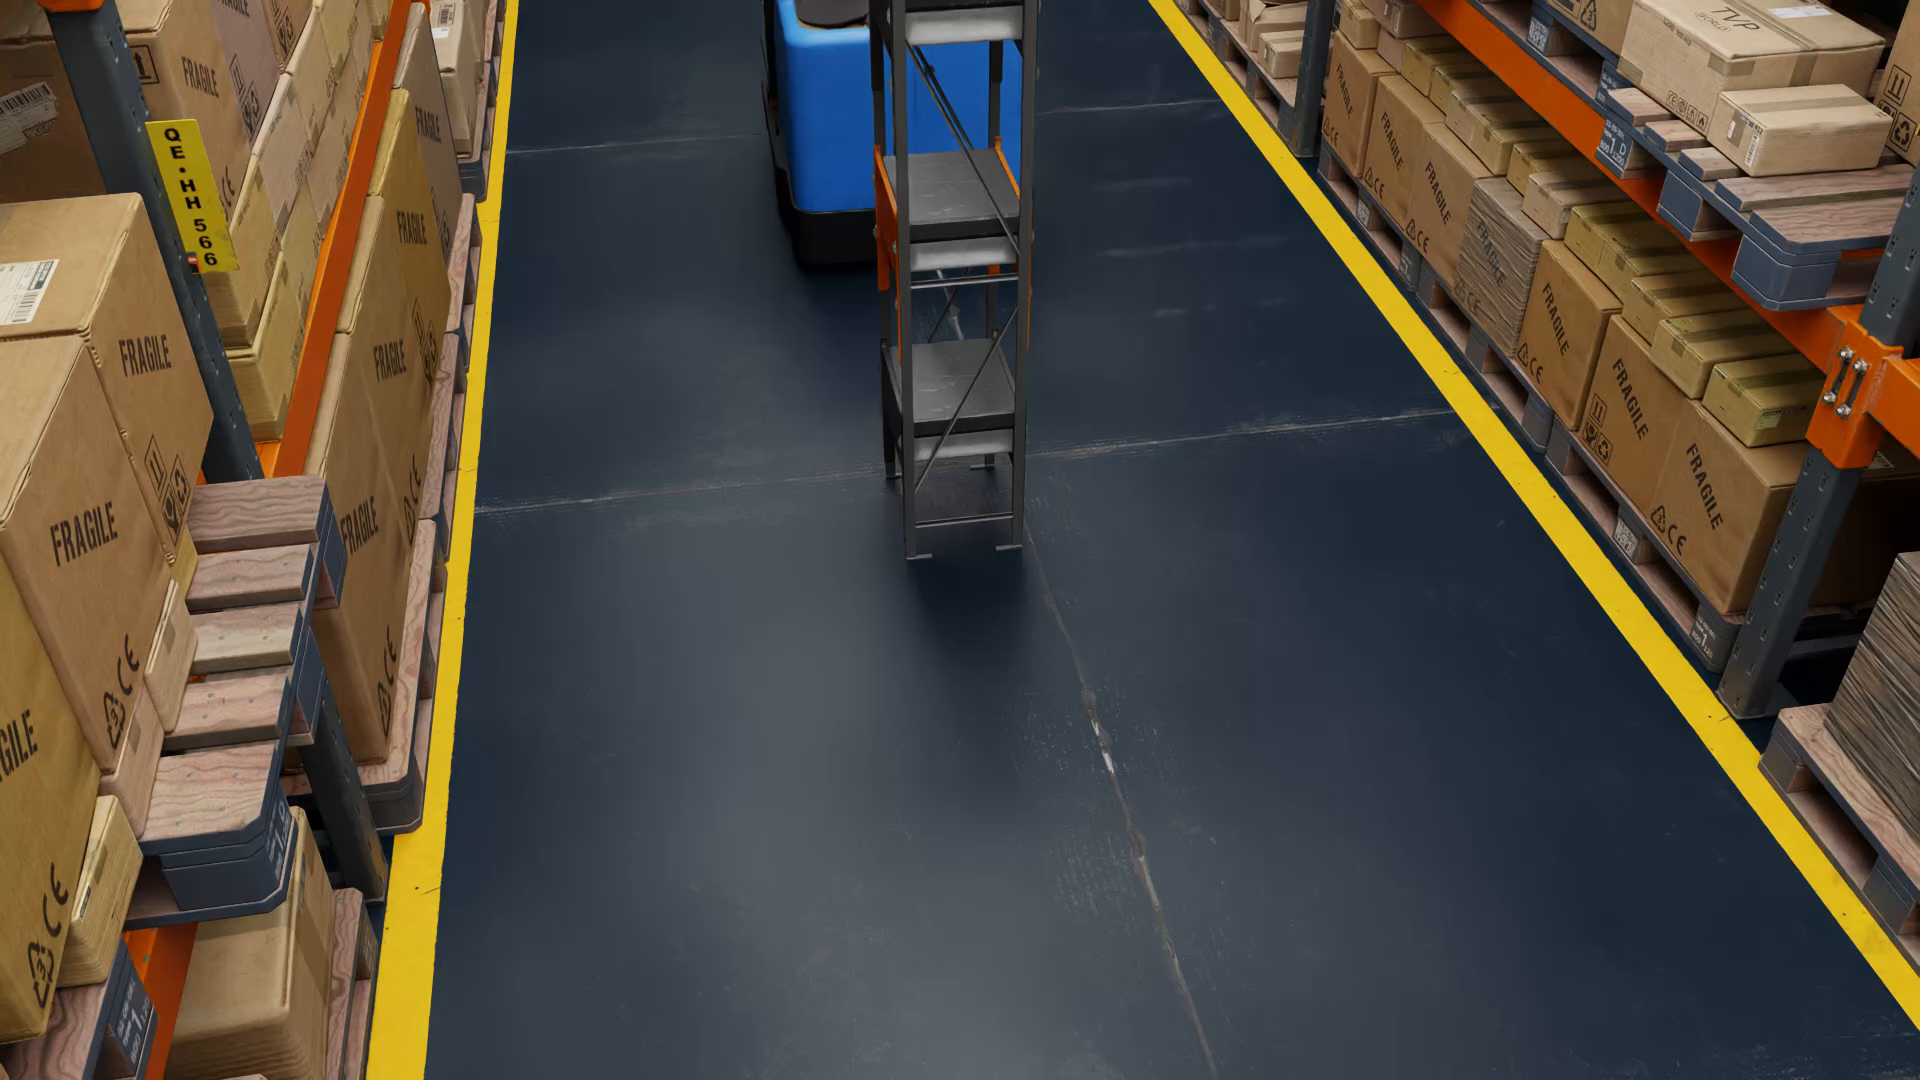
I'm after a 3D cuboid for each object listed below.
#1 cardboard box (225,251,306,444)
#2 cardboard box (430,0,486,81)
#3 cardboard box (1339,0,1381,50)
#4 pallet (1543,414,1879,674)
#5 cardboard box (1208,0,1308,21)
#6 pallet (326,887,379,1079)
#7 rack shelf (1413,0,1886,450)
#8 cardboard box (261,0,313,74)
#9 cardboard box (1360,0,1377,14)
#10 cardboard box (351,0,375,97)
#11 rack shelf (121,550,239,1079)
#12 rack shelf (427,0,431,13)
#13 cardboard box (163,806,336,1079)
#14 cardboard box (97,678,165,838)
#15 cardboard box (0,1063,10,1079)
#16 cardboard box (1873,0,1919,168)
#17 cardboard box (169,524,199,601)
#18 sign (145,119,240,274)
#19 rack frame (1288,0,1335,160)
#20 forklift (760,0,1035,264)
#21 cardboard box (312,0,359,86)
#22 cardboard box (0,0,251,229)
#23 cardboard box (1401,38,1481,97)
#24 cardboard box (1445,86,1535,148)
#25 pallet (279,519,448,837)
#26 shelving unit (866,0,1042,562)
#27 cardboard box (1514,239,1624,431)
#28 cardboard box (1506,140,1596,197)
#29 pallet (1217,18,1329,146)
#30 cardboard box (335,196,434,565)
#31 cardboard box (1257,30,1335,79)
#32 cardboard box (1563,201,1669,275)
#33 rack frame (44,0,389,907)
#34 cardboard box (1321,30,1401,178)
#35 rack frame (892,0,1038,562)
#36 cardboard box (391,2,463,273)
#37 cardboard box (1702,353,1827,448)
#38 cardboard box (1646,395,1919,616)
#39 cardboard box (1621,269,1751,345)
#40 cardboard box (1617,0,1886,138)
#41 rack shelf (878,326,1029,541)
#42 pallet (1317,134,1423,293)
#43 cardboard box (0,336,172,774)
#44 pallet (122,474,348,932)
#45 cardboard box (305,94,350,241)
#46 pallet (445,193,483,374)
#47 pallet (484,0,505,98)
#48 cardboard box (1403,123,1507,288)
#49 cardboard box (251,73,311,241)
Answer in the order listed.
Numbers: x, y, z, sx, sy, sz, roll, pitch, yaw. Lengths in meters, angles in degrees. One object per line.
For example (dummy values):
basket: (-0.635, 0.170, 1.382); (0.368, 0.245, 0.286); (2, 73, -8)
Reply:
cardboard box: (-1.893, -0.450, 4.007); (0.500, 0.250, 0.500); (-7, 38, -9)
cardboard box: (-2.918, -2.688, 8.511); (0.875, 0.438, 0.875); (-7, 38, -9)
cardboard box: (1.931, -2.328, 7.469); (0.380, 0.149, 0.250); (-5, 38, -6)
pallet: (2.738, -0.077, 5.677); (1.003, 0.211, 1.213); (-6, 38, -8)
cardboard box: (1.737, -3.206, 9.128); (0.700, 0.500, 0.500); (-8, 38, -10)
pallet: (-1.919, 1.387, 3.793); (1.003, 0.211, 1.213); (-6, 38, -8)
rack shelf: (2.481, -1.647, 6.011); (1.077, 0.370, 4.000); (-6, 38, -8)
cardboard box: (-2.072, -1.558, 4.414); (0.500, 0.500, 0.500); (-5, 38, -7)
cardboard box: (1.991, -2.452, 7.386); (0.380, 0.149, 0.250); (-7, 38, -9)
cardboard box: (-2.271, -1.685, 5.596); (0.500, 0.250, 0.500); (-7, 38, -9)
rack shelf: (-1.704, 1.305, 2.211); (1.077, 0.370, 4.000); (-6, 38, -8)
rack shelf: (-3.106, -3.527, 8.431); (1.077, 0.370, 4.000); (-6, 38, -8)
cardboard box: (-1.965, 1.027, 3.782); (0.950, 0.372, 0.625); (-9, 39, -11)
cardboard box: (-1.523, 0.374, 2.686); (0.380, 0.149, 0.250); (-8, 39, -10)
cardboard box: (-1.415, 0.681, 1.763); (0.500, 0.500, 0.500); (-8, 39, -10)
cardboard box: (2.895, -1.256, 4.498); (0.500, 0.500, 0.500); (-5, 38, -6)
cardboard box: (-1.647, 0.073, 3.073); (0.380, 0.149, 0.250); (-6, 38, -7)
sign: (-1.522, -0.677, 3.297); (0.100, 0.325, 0.005); (-6, 38, -8)
rack frame: (2.130, -3.139, 7.345); (1.000, 3.000, 0.127); (-6, 38, -8)
forklift: (-0.416, -3.246, 7.540); (1.130, 2.935, 3.031); (-6, 38, -7)
cardboard box: (-2.141, -1.580, 5.054); (0.500, 0.250, 0.500); (-6, 38, -7)
cardboard box: (-1.900, -0.945, 3.625); (0.500, 0.500, 0.500); (-7, 38, -9)
cardboard box: (2.112, -2.016, 7.066); (0.380, 0.149, 0.250); (-8, 39, -10)
cardboard box: (2.181, -1.697, 6.655); (0.380, 0.149, 0.250); (-6, 38, -8)
pallet: (-2.118, 0.430, 5.024); (1.003, 0.211, 1.213); (-6, 38, -8)
shelving unit: (-0.029, -0.929, 5.235); (0.431, 2.100, 0.503); (-6, 38, -8)
cardboard box: (2.374, -0.753, 5.970); (0.500, 0.500, 0.500); (-5, 38, -6)
cardboard box: (2.298, -1.387, 6.256); (0.380, 0.149, 0.250); (-6, 38, -8)
pallet: (2.011, -2.453, 8.735); (1.003, 0.211, 1.213); (-6, 38, -8)
cardboard box: (-2.246, -0.479, 5.311); (0.875, 0.875, 0.875); (-6, 38, -7)
cardboard box: (1.744, -2.484, 8.484); (0.380, 0.149, 0.250); (-7, 38, -9)
cardboard box: (2.369, -1.069, 5.848); (0.380, 0.149, 0.250); (-7, 38, -9)
rack frame: (-2.054, -0.187, 3.545); (1.000, 3.000, 0.127); (-6, 38, -8)
cardboard box: (1.994, -2.001, 7.576); (0.500, 0.500, 0.500); (-5, 38, -6)
rack frame: (0.014, -0.782, 5.045); (0.400, 2.100, 0.015); (-6, 38, -8)
cardboard box: (-2.568, -1.564, 6.707); (0.875, 0.875, 0.875); (-5, 38, -7)
cardboard box: (2.496, -0.429, 5.023); (0.380, 0.149, 0.250); (-8, 39, -10)
cardboard box: (2.546, -0.134, 5.173); (0.500, 0.500, 0.500); (-5, 38, -7)
cardboard box: (2.415, -0.754, 5.442); (0.380, 0.149, 0.250); (-7, 38, -9)
cardboard box: (2.328, -1.432, 4.928); (0.500, 0.250, 0.500); (-8, 39, -10)
rack shelf: (-0.029, -0.366, 5.672); (0.431, 0.518, 0.480); (-6, 38, -8)
pallet: (2.310, -1.550, 7.574); (1.003, 0.211, 1.213); (-6, 38, -8)
cardboard box: (-1.600, 0.046, 2.579); (0.500, 0.500, 0.500); (-7, 38, -9)
pallet: (-1.825, 0.308, 3.065); (1.213, 0.211, 1.003); (-6, 38, -8)
cardboard box: (-2.086, -1.076, 4.812); (0.500, 0.250, 0.500); (-5, 38, -6)
pallet: (-2.546, -1.044, 6.921); (1.003, 0.211, 1.213); (-6, 38, -8)
pallet: (-3.029, -2.708, 9.063); (1.003, 0.211, 1.213); (-6, 38, -8)
cardboard box: (2.180, -1.379, 6.775); (0.500, 0.500, 0.500); (-7, 38, -9)
cardboard box: (-1.990, -0.970, 4.268); (0.500, 0.250, 0.500); (-5, 38, -7)
